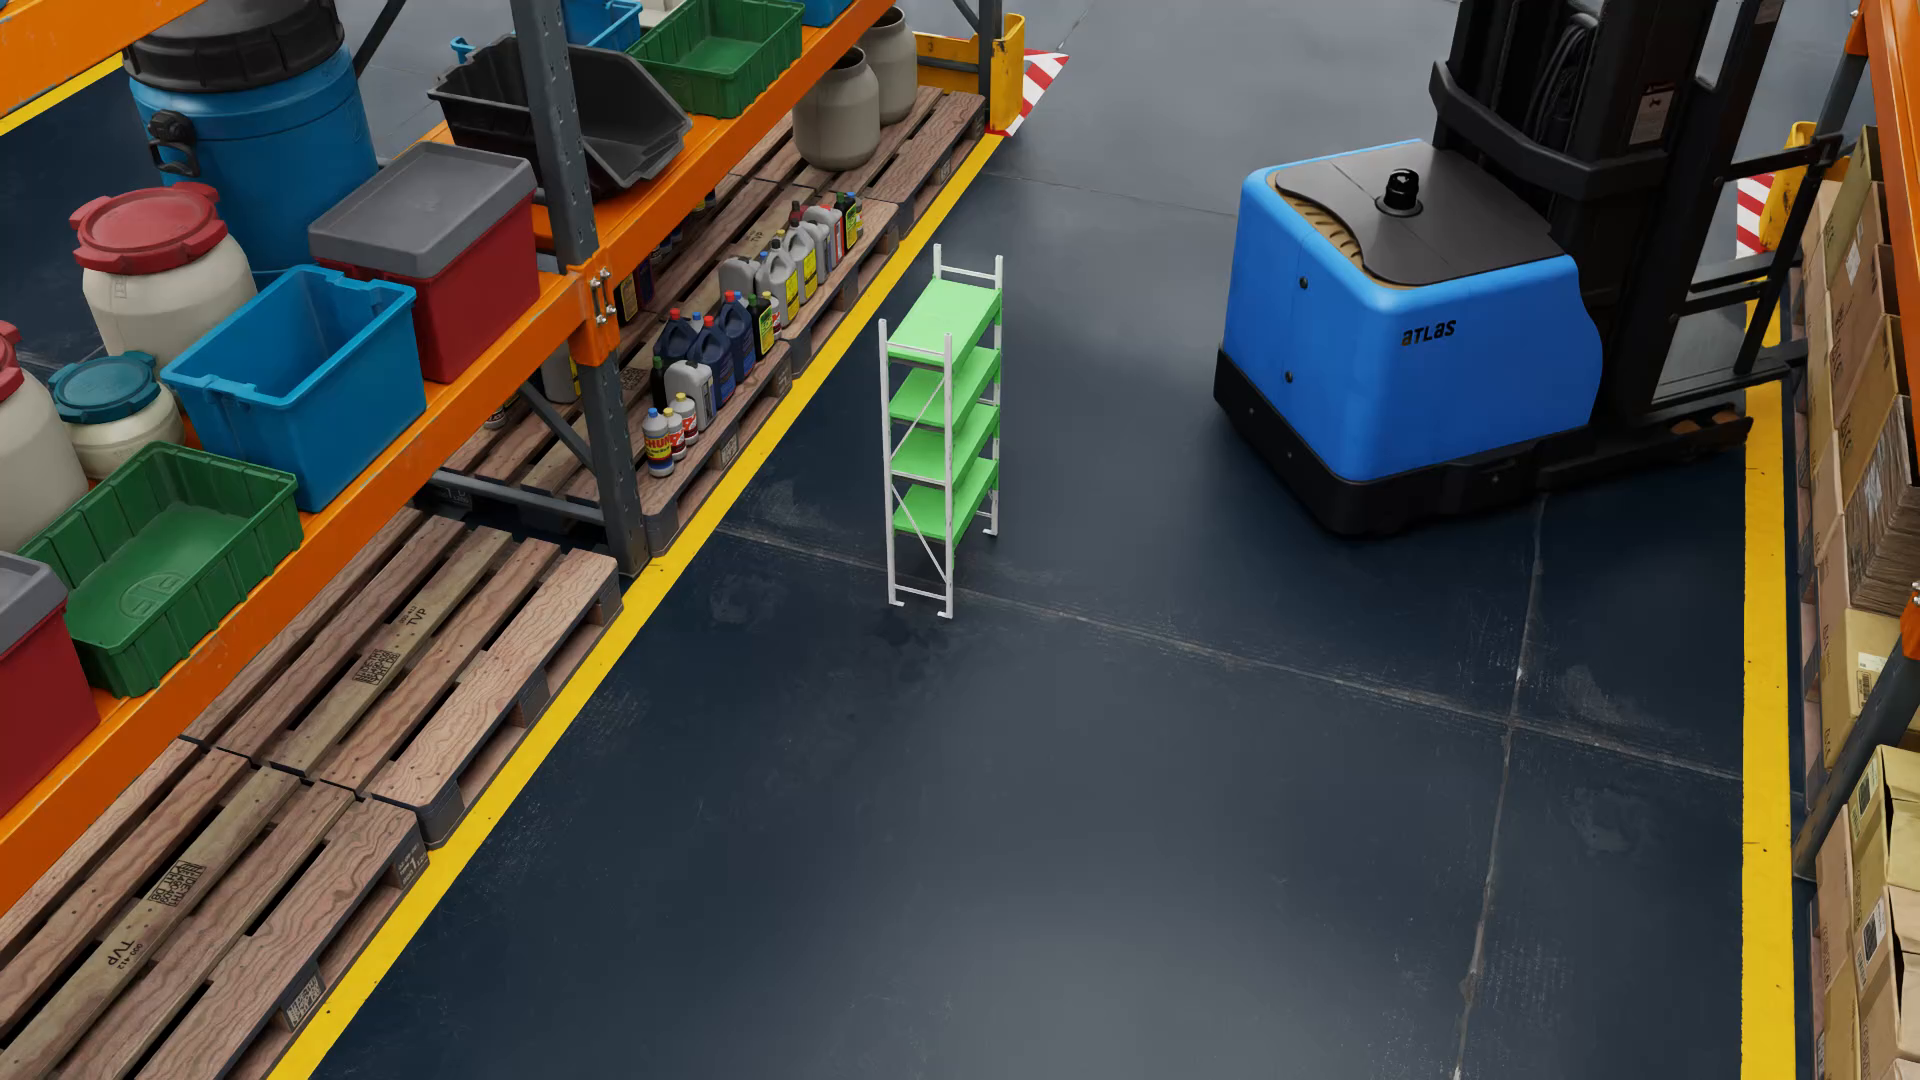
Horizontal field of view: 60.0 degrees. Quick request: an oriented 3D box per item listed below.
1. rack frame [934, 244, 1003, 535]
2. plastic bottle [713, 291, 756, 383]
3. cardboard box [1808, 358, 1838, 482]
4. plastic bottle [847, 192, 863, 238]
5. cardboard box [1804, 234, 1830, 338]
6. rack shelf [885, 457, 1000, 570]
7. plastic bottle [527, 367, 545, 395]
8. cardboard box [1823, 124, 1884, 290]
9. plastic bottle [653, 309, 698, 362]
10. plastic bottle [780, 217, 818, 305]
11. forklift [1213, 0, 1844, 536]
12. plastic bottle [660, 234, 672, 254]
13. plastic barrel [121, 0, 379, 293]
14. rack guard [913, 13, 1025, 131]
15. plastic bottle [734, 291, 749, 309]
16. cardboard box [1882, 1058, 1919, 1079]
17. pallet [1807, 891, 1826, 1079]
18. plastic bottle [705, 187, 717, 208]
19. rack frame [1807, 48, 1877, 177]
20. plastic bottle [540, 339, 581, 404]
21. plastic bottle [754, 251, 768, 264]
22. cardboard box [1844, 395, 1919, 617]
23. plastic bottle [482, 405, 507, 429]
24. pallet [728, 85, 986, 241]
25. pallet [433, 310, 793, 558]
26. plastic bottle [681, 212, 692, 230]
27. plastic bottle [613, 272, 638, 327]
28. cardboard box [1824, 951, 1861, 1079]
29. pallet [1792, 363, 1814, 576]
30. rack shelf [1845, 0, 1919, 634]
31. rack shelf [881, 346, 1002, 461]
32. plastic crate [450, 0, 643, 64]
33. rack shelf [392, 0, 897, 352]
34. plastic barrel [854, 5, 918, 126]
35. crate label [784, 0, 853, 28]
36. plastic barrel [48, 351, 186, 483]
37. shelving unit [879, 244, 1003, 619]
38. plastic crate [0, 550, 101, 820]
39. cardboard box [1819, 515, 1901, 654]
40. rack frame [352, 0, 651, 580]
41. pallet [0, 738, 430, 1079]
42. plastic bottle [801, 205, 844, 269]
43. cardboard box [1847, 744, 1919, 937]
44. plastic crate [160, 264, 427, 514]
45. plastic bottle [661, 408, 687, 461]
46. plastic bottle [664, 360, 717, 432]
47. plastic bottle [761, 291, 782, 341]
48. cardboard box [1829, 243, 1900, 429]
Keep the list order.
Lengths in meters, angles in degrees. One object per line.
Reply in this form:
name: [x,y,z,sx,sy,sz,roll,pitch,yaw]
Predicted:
rack frame: [0.027,-0.504,5.917,0.240,1.200,0.015,13,42,15]
plastic bottle: [-0.908,-0.817,6.599,0.144,0.351,0.185,12,42,13]
cardboard box: [3.476,-0.402,6.205,0.500,0.250,0.500,13,42,15]
plastic bottle: [-0.487,-1.467,7.476,0.097,0.201,0.097,0,40,0]
cardboard box: [3.823,-1.011,6.919,0.500,0.250,0.500,13,42,15]
rack shelf: [-0.057,-0.124,5.939,0.258,0.148,0.480,13,42,15]
plastic bottle: [-1.689,-0.759,6.530,0.144,0.351,0.185,12,42,14]
cardboard box: [3.821,-1.296,6.676,0.500,0.500,0.500,13,42,15]
plastic bottle: [-1.108,-0.734,6.502,0.144,0.351,0.185,13,42,15]
plastic bottle: [-0.699,-1.190,7.036,0.144,0.351,0.185,15,43,17]
forklift: [2.611,-1.729,6.019,3.031,2.935,1.130,-14,42,-16]
plastic bottle: [-1.335,-1.405,7.349,0.097,0.271,0.097,0,40,0]
plastic barrel: [-2.055,-1.165,4.918,0.600,0.901,0.708,13,42,15]
rack guard: [-0.252,-2.574,8.882,1.175,0.500,0.348,13,42,15]
plastic bottle: [-0.893,-0.885,6.740,0.097,0.271,0.097,0,40,0]
cardboard box: [2.288,1.449,3.603,0.500,0.311,0.500,12,42,14]
pallet: [2.800,1.478,4.355,1.003,0.211,1.213,13,42,15]
plastic bottle: [-1.183,-1.675,7.665,0.097,0.271,0.097,0,40,0]
rack frame: [4.383,-2.480,6.846,1.000,3.000,0.127,13,42,15]
plastic bottle: [-1.553,-0.727,6.493,0.144,0.351,0.185,13,42,15]
plastic bottle: [-0.827,-1.133,7.084,0.097,0.201,0.097,0,40,0]
cardboard box: [3.150,-0.074,5.242,0.500,0.500,0.500,13,42,15]
plastic bottle: [-1.807,-0.536,6.384,0.097,0.201,0.097,0,40,0]
pallet: [-0.535,-1.970,8.397,1.003,0.211,1.213,13,42,15]
pallet: [-1.369,-0.482,6.652,1.003,0.211,1.213,13,42,15]
plastic bottle: [-1.278,-1.545,7.504,0.061,0.283,0.133,14,42,16]
plastic bottle: [-1.408,-1.040,6.912,0.061,0.283,0.133,13,42,15]
cardboard box: [2.468,1.348,4.154,0.500,0.250,0.500,14,43,16]
pallet: [3.742,-0.202,6.324,1.003,0.211,1.213,13,42,15]
rack shelf: [3.699,-0.987,5.650,1.077,0.370,4.000,13,42,15]
rack shelf: [-0.057,-0.489,5.628,0.258,0.148,0.480,13,42,15]
plastic crate: [-1.515,-1.821,6.188,0.499,0.251,0.616,13,42,15]
rack shelf: [-0.954,-2.089,6.941,1.077,0.370,4.000,13,42,15]
plastic barrel: [-0.424,-2.377,8.318,0.421,0.512,0.421,0,40,0]
crate label: [-0.646,-2.413,6.740,0.502,0.435,0.616,13,42,15]
plastic barrel: [-2.235,-0.317,4.417,0.301,0.262,0.301,0,40,0]
shelving unit: [-0.057,-0.355,5.742,0.258,1.200,0.503,13,42,15]
plastic crate: [-2.166,0.355,3.473,0.402,0.464,0.583,13,42,15]
cardboard box: [3.149,0.211,5.486,0.500,0.250,0.500,13,42,15]
rack frame: [-1.638,-1.142,5.278,1.000,3.000,0.127,13,42,15]
pallet: [-2.286,1.153,4.736,1.003,0.211,1.213,13,42,15]
plastic bottle: [-0.598,-1.348,7.279,0.152,0.276,0.135,14,42,15]
cardboard box: [2.640,0.829,4.330,0.500,0.311,0.500,13,42,15]
plastic crate: [-1.723,-0.395,4.414,0.392,0.384,0.575,13,42,15]
plastic bottle: [-1.083,-0.404,6.230,0.097,0.201,0.097,0,40,0]
plastic bottle: [-1.033,-0.574,6.371,0.152,0.276,0.135,15,43,17]
plastic bottle: [-0.789,-0.928,6.844,0.097,0.201,0.097,0,40,0]
cardboard box: [3.475,-0.687,5.962,0.500,0.500,0.500,13,42,15]
